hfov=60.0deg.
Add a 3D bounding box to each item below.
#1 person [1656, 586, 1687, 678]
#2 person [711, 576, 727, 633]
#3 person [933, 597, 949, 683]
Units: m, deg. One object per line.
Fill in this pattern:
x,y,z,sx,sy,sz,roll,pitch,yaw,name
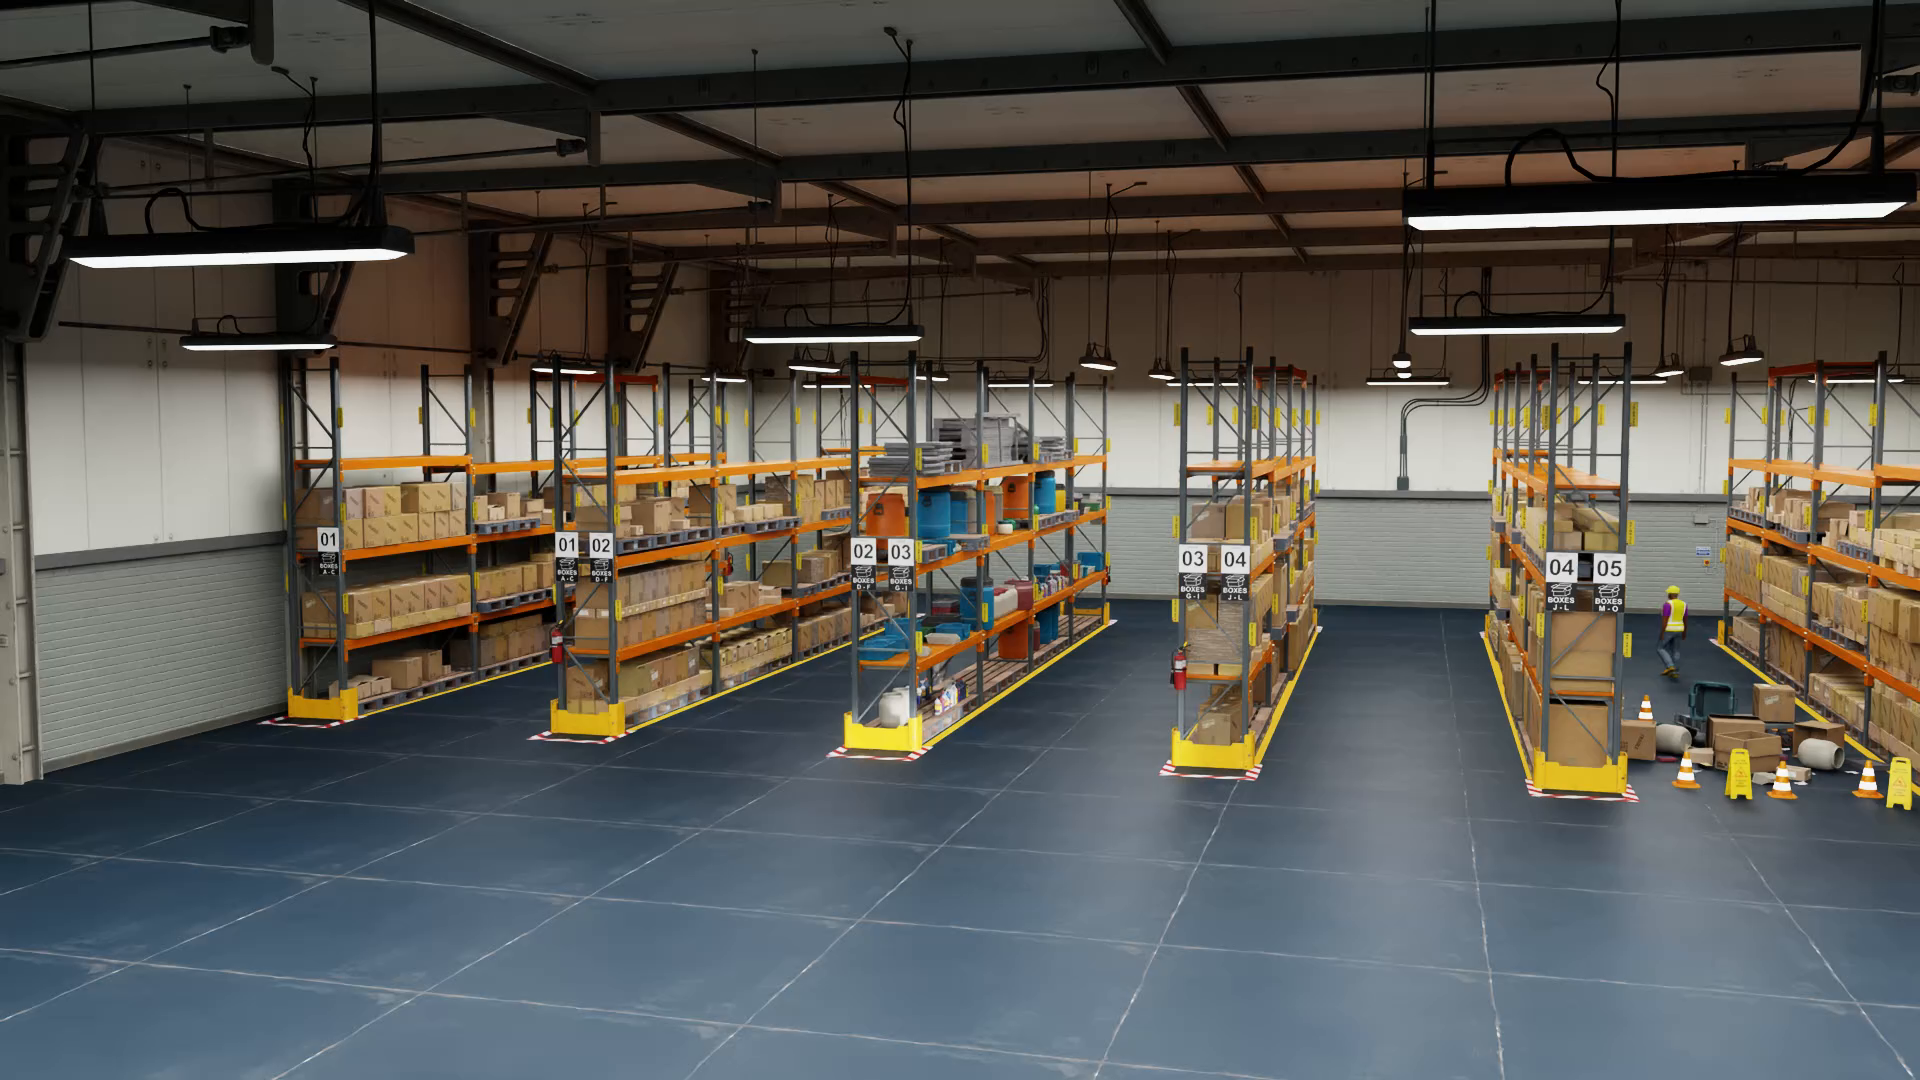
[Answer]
13.761,1.768,32.066,0.616,1.767,0.467,-1,4,-18,person
-5.255,1.536,36.384,0.578,1.603,0.703,2,5,24,person
-0.319,1.849,30.481,0.488,1.598,0.385,0,4,-6,person
